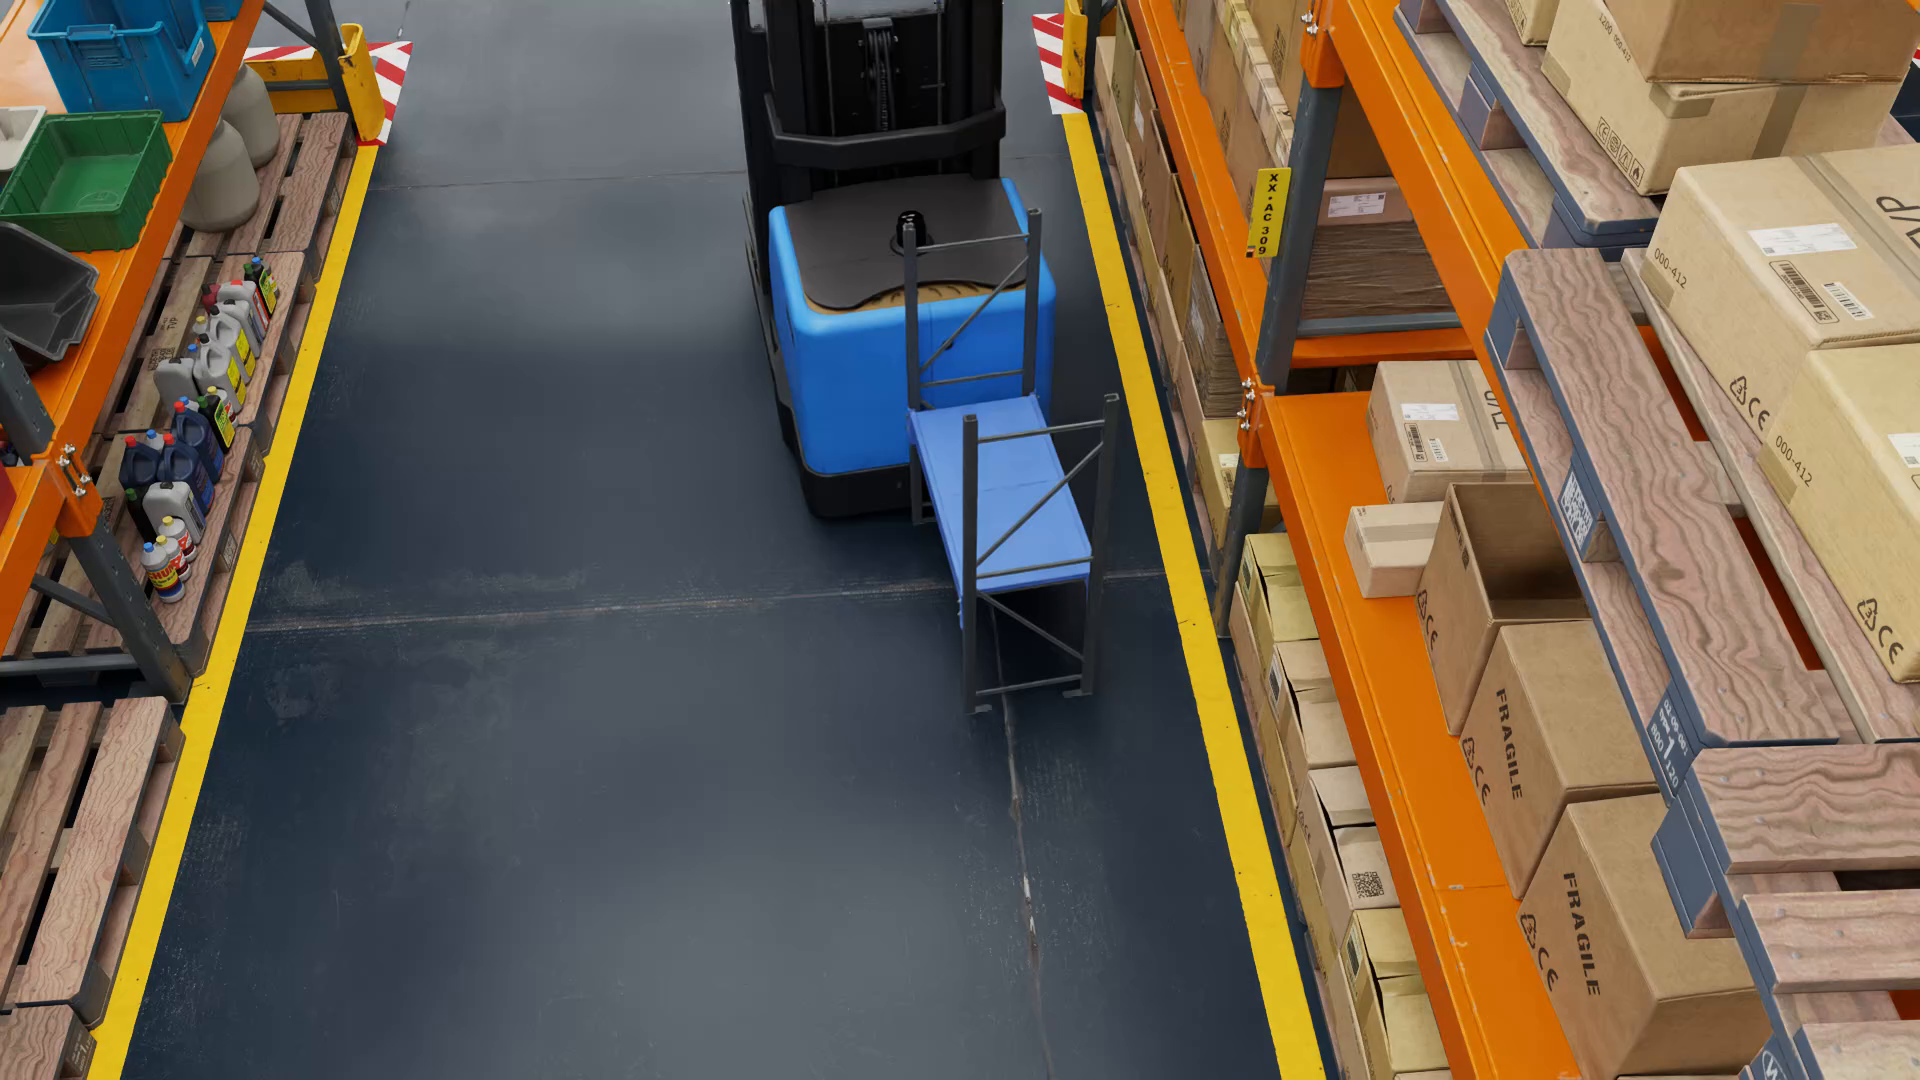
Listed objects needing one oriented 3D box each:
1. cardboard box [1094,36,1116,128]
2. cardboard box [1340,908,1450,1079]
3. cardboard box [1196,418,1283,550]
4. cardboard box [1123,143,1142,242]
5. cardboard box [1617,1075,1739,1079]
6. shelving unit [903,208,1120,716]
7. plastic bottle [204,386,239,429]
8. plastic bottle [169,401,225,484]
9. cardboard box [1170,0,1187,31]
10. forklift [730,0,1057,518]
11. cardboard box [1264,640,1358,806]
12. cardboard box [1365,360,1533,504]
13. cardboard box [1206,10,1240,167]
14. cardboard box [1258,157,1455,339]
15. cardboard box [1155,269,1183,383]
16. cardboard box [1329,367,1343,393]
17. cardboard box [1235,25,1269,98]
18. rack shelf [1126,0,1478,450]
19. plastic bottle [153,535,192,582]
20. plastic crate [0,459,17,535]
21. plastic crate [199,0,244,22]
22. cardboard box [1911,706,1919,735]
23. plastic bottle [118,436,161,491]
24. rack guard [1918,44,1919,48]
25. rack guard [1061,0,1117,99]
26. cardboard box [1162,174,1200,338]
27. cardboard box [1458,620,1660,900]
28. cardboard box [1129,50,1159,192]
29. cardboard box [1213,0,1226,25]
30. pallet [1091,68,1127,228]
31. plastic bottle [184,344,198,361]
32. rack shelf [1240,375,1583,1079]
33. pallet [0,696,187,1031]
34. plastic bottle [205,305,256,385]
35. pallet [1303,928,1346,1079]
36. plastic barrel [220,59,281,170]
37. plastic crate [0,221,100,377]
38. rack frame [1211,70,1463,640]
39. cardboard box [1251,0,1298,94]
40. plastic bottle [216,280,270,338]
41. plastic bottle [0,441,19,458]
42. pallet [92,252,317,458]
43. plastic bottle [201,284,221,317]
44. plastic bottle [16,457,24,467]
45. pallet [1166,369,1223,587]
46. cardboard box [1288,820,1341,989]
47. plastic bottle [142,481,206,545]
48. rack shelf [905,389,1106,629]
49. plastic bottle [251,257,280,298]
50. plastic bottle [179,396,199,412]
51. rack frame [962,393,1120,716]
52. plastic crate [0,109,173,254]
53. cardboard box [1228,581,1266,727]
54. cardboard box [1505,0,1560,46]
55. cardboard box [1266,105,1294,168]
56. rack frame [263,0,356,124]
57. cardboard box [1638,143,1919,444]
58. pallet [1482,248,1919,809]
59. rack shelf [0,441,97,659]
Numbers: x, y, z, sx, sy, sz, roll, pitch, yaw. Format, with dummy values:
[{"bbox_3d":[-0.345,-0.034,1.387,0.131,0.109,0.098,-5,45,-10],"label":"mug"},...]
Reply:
[{"bbox_3d":[0.990,-2.406,8.704,0.500,0.250,0.500,-3,47,-3],"label":"cardboard box"},{"bbox_3d":[1.418,1.320,4.789,0.500,0.311,0.500,-2,47,-2],"label":"cardboard box"},{"bbox_3d":[1.245,-0.236,6.649,0.500,0.250,0.500,-3,47,-3],"label":"cardboard box"},{"bbox_3d":[1.077,-1.683,8.019,0.500,0.250,0.500,-3,47,-3],"label":"cardboard box"},{"bbox_3d":[1.673,1.346,3.718,0.380,0.149,0.250,0,47,0],"label":"cardboard box"},{"bbox_3d":[0.151,-0.262,6.101,0.538,1.500,1.048,-9,47,-8],"label":"shelving unit"},{"bbox_3d":[-3.105,-0.557,6.973,0.097,0.201,0.097,0,47,0],"label":"plastic bottle"},{"bbox_3d":[-3.105,-0.403,6.723,0.144,0.351,0.185,-5,47,-5],"label":"plastic bottle"},{"bbox_3d":[1.277,-2.565,7.181,0.700,0.500,0.500,-3,47,-3],"label":"cardboard box"},{"bbox_3d":[-0.420,-2.190,6.942,1.130,2.935,3.031,-9,47,-8],"label":"forklift"},{"bbox_3d":[1.324,0.570,5.499,0.500,0.311,0.500,-4,47,-4],"label":"cardboard box"},{"bbox_3d":[1.586,-0.310,5.217,0.500,0.250,0.500,-1,47,-1],"label":"cardboard box"},{"bbox_3d":[1.369,-1.814,6.470,0.700,0.500,0.500,-3,47,-3],"label":"cardboard box"},{"bbox_3d":[1.458,-1.070,5.765,0.700,0.500,0.500,-5,47,-4],"label":"cardboard box"},{"bbox_3d":[1.156,-0.959,7.333,0.500,0.250,0.500,-3,47,-3],"label":"cardboard box"},{"bbox_3d":[1.725,-0.887,6.749,0.500,0.500,0.500,-3,47,-3],"label":"cardboard box"},{"bbox_3d":[1.199,-1.714,5.928,0.380,0.149,0.250,-4,47,-3],"label":"cardboard box"},{"bbox_3d":[1.334,-1.914,7.129,1.077,0.370,4.000,-3,47,-3],"label":"rack shelf"},{"bbox_3d":[-3.033,0.064,6.384,0.097,0.201,0.097,0,47,0],"label":"plastic bottle"},{"bbox_3d":[-3.090,-0.107,4.878,0.402,0.464,0.583,-3,47,-3],"label":"plastic crate"},{"bbox_3d":[-3.381,-2.445,7.239,0.499,0.251,0.408,-3,47,-3],"label":"plastic crate"},{"bbox_3d":[1.680,0.352,2.235,0.500,0.250,0.500,-2,47,-2],"label":"cardboard box"},{"bbox_3d":[-3.233,-0.257,6.586,0.144,0.351,0.185,-3,47,-3],"label":"plastic bottle"},{"bbox_3d":[6.109,-2.998,9.382,1.175,0.500,0.348,-3,47,-3],"label":"rack guard"},{"bbox_3d":[1.164,-2.767,9.162,1.175,0.500,0.348,-3,47,-3],"label":"rack guard"},{"bbox_3d":[1.169,-1.218,7.062,0.500,0.500,0.500,-3,47,-3],"label":"cardboard box"},{"bbox_3d":[1.635,0.551,4.230,0.500,0.500,0.500,-3,47,-3],"label":"cardboard box"},{"bbox_3d":[1.088,-1.941,7.747,0.500,0.500,0.500,-3,47,-3],"label":"cardboard box"},{"bbox_3d":[1.160,-2.075,6.270,0.380,0.149,0.250,-2,47,-2],"label":"cardboard box"},{"bbox_3d":[1.272,-2.099,8.729,1.003,0.211,1.213,-3,47,-3],"label":"pallet"},{"bbox_3d":[-3.273,-0.754,7.159,0.097,0.201,0.097,0,47,0],"label":"plastic bottle"},{"bbox_3d":[1.669,0.980,4.388,1.077,0.370,4.000,-3,47,-3],"label":"rack shelf"},{"bbox_3d":[-3.331,1.108,5.691,1.003,0.211,1.213,-3,47,-3],"label":"pallet"},{"bbox_3d":[-3.156,-0.845,7.142,0.144,0.351,0.185,-2,47,-2],"label":"plastic bottle"},{"bbox_3d":[1.707,1.659,5.169,1.003,0.211,1.213,-3,47,-3],"label":"pallet"},{"bbox_3d":[-3.639,-2.128,8.260,0.421,0.512,0.421,0,47,0],"label":"plastic barrel"},{"bbox_3d":[-3.352,-0.782,5.604,0.767,0.338,0.504,-3,47,-3],"label":"plastic crate"},{"bbox_3d":[1.501,-0.715,5.498,1.000,3.000,0.127,-3,47,-3],"label":"rack frame"},{"bbox_3d":[1.414,-1.881,5.640,0.700,0.500,0.500,-4,47,-3],"label":"cardboard box"},{"bbox_3d":[-3.185,-1.039,7.378,0.152,0.276,0.135,-3,47,-3],"label":"plastic bottle"},{"bbox_3d":[-3.847,-0.336,6.707,0.061,0.283,0.133,-1,47,-1],"label":"plastic bottle"},{"bbox_3d":[-3.555,-0.831,7.528,1.003,0.211,1.213,-3,47,-3],"label":"pallet"},{"bbox_3d":[-3.291,-1.035,7.368,0.061,0.283,0.133,-3,47,-3],"label":"plastic bottle"},{"bbox_3d":[-3.647,-0.246,6.626,0.152,0.276,0.135,-3,47,-3],"label":"plastic bottle"},{"bbox_3d":[1.476,-0.334,7.057,1.003,0.211,1.213,-3,47,-3],"label":"pallet"},{"bbox_3d":[1.376,1.138,5.348,0.500,0.250,0.500,-5,47,-5],"label":"cardboard box"},{"bbox_3d":[-3.079,-0.121,6.508,0.152,0.276,0.135,-2,47,-2],"label":"plastic bottle"},{"bbox_3d":[0.151,-0.138,6.232,0.538,0.185,1.000,-9,47,-8],"label":"rack shelf"},{"bbox_3d":[-3.179,-1.197,7.579,0.097,0.201,0.097,0,47,0],"label":"plastic bottle"},{"bbox_3d":[-3.154,-0.479,6.851,0.097,0.271,0.097,0,47,0],"label":"plastic bottle"},{"bbox_3d":[0.257,0.099,5.759,0.500,1.500,0.032,-9,47,-8],"label":"rack frame"},{"bbox_3d":[-3.267,-1.343,6.238,0.450,0.188,0.662,-3,47,-3],"label":"plastic crate"},{"bbox_3d":[1.288,0.393,6.053,0.500,0.250,0.500,-5,47,-4],"label":"cardboard box"},{"bbox_3d":[1.543,-1.393,3.888,0.500,0.250,0.500,1,47,1],"label":"cardboard box"},{"bbox_3d":[1.246,-1.335,5.569,0.380,0.149,0.250,-4,47,-4],"label":"cardboard box"},{"bbox_3d":[-3.770,-3.310,7.956,1.000,3.000,0.127,-3,47,-3],"label":"rack frame"},{"bbox_3d":[1.600,-0.452,2.997,0.500,0.250,0.500,-7,47,-7],"label":"cardboard box"},{"bbox_3d":[1.594,-0.082,2.962,1.003,0.211,1.213,-2,47,-1],"label":"pallet"},{"bbox_3d":[-3.268,1.278,4.106,1.077,0.370,4.000,-3,47,-3],"label":"rack shelf"}]
